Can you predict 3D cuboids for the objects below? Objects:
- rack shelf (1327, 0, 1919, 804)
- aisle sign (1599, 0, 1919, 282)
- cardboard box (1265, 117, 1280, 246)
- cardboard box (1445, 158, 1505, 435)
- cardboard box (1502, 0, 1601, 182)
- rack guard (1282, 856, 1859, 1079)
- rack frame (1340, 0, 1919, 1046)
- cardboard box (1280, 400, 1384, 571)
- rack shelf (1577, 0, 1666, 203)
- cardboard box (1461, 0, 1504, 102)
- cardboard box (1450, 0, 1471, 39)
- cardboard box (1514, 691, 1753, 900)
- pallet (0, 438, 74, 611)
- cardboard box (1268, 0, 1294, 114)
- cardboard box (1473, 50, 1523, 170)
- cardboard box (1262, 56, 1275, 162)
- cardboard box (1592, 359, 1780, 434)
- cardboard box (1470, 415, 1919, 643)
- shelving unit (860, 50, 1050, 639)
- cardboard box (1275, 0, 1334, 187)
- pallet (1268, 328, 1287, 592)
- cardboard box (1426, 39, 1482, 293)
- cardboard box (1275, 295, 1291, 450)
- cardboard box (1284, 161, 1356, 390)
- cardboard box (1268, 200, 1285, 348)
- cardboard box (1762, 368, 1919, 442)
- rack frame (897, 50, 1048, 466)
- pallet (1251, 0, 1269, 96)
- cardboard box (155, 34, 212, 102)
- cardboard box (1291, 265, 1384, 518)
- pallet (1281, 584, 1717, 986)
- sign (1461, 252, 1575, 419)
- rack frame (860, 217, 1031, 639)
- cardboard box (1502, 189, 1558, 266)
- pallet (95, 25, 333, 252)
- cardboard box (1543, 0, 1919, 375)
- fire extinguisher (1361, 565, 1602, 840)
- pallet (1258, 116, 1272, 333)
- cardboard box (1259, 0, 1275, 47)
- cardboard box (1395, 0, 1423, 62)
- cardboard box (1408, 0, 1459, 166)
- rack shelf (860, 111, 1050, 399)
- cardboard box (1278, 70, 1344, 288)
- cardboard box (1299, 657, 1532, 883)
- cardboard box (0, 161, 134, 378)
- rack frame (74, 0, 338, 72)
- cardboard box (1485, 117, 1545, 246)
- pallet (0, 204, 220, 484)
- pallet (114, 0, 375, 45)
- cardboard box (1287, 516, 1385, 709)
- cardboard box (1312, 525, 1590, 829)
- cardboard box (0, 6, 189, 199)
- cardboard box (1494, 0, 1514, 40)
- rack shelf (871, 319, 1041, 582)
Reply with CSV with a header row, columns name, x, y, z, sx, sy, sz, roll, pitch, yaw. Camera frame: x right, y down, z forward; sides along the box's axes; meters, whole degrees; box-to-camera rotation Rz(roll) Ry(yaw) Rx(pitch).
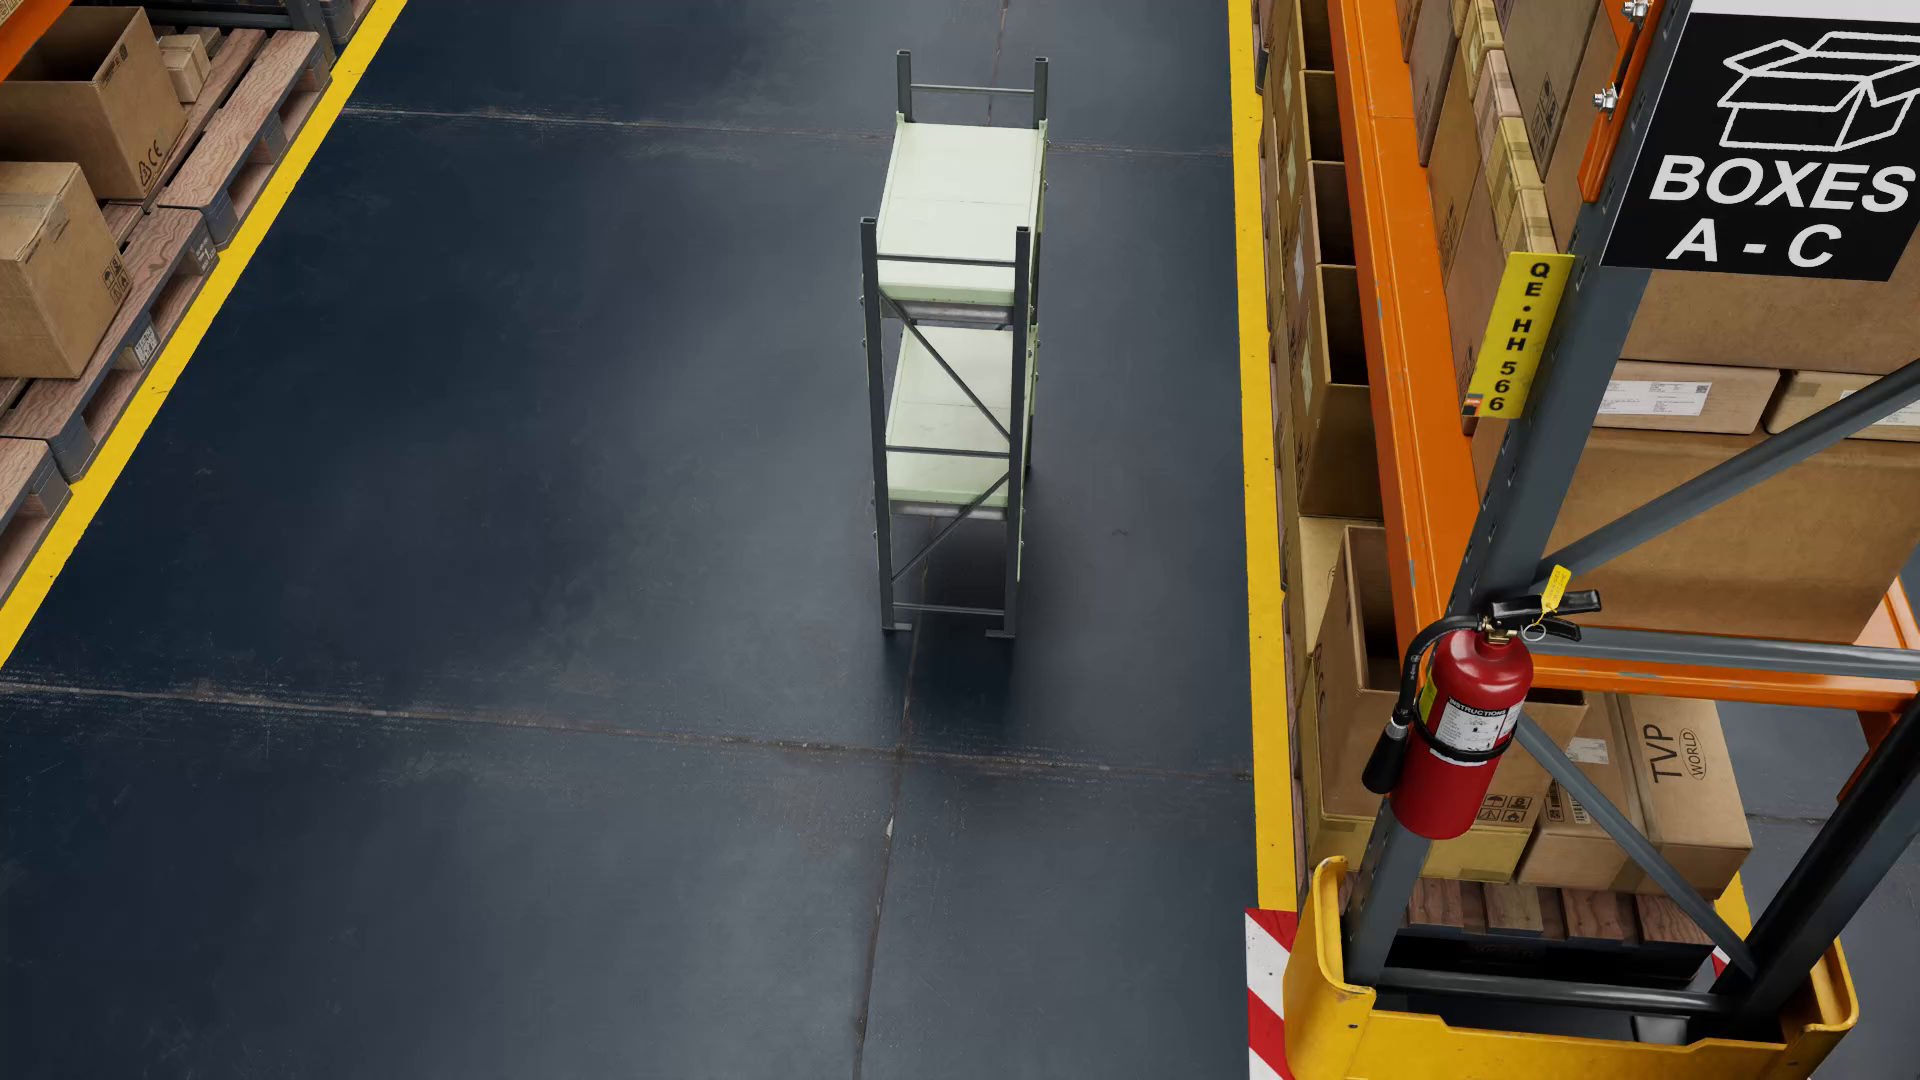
name,x,y,z,sx,sy,sz,roll,pitch,yaw
rack shelf,1.578,-1.018,4.636,1.077,0.370,4.000,4,48,4
aisle sign,1.097,-0.640,2.041,0.394,0.787,0.004,4,48,4
cardboard box,1.365,-1.256,5.945,0.500,0.250,0.500,4,48,4
cardboard box,1.494,-0.553,3.655,0.700,0.500,0.500,5,48,5
cardboard box,1.498,-1.030,3.213,0.700,0.500,0.500,3,48,3
rack guard,1.393,1.070,3.932,1.175,0.500,0.348,4,48,4
rack frame,1.395,0.209,3.026,1.000,3.000,0.127,4,48,4
cardboard box,1.227,-0.154,4.937,0.500,0.250,0.500,4,48,4
rack shelf,1.578,-2.030,3.529,1.077,0.370,4.000,4,48,4
cardboard box,1.335,-1.095,3.712,0.380,0.149,0.250,5,48,5
cardboard box,1.357,-1.289,3.889,0.380,0.149,0.250,5,48,5
cardboard box,1.666,0.616,4.232,0.500,0.250,0.500,4,48,4
pallet,-3.422,0.169,4.952,1.003,0.211,1.213,4,48,4
cardboard box,1.406,-1.877,6.005,0.500,0.500,0.500,4,48,4
cardboard box,1.311,-0.902,3.535,0.380,0.149,0.250,4,48,4
cardboard box,1.416,-1.624,6.281,0.500,0.250,0.500,4,48,4
cardboard box,1.240,-0.337,3.018,0.380,0.149,0.250,3,48,3
cardboard box,1.451,-0.167,3.302,0.700,0.500,0.500,4,48,4
shelving unit,-0.001,-0.501,4.692,0.431,1.500,0.755,4,48,4
cardboard box,1.368,-1.509,5.668,0.500,0.500,0.500,4,48,4
pallet,1.537,-0.309,5.389,1.003,0.211,1.213,4,48,4
cardboard box,1.545,-0.918,3.989,0.700,0.500,0.500,4,48,4
cardboard box,1.275,-0.522,5.273,0.500,0.250,0.500,4,48,4
cardboard box,1.271,-0.775,4.997,0.500,0.500,0.500,4,48,4
cardboard box,1.314,-0.889,5.609,0.500,0.250,0.500,4,48,4
cardboard box,1.646,-0.317,3.000,0.380,0.149,0.250,4,48,3
rack frame,0.033,-0.770,4.938,0.400,1.500,0.023,4,48,4
pallet,1.788,-2.333,7.241,1.003,0.211,1.213,4,48,4
cardboard box,-3.192,-1.858,6.538,0.380,0.166,0.250,-2,48,-2
cardboard box,1.224,-0.408,4.661,0.500,0.500,0.500,4,48,4
pallet,1.423,0.585,4.571,1.003,0.211,1.213,4,48,4
sign,0.856,-0.308,2.554,0.100,0.325,0.005,4,48,4
rack frame,-0.034,-0.232,4.446,0.400,1.500,0.023,4,48,4
cardboard box,1.263,-0.530,3.194,0.380,0.149,0.250,5,48,5
pallet,-3.199,-1.624,6.592,1.003,0.211,1.213,4,48,4
cardboard box,1.455,-0.644,2.859,0.700,0.500,0.500,4,48,4
fire extinguisher,0.922,0.291,3.004,0.296,0.674,0.183,4,48,4
pallet,1.646,-1.208,6.211,1.003,0.211,1.213,4,48,4
cardboard box,1.509,-2.268,6.871,0.500,0.250,0.500,3,48,3
cardboard box,1.635,-1.681,4.687,0.700,0.500,0.500,5,48,4
cardboard box,1.589,-1.305,4.343,0.700,0.500,0.500,5,48,5
rack shelf,-0.001,-0.765,4.404,0.431,0.370,0.720,4,48,4
cardboard box,1.315,-1.142,5.333,0.500,0.500,0.500,4,48,4
cardboard box,1.150,0.581,4.264,0.500,0.250,0.500,4,48,4
cardboard box,-3.217,-0.883,5.421,0.700,0.500,0.500,1,48,1
rack frame,-3.173,-3.061,6.017,1.000,3.000,0.127,4,48,4
cardboard box,1.286,-0.717,3.366,0.380,0.149,0.250,3,48,3
pallet,-3.308,-0.725,5.770,1.003,0.211,1.213,4,48,4
pallet,-3.104,-2.692,7.569,1.003,0.211,1.213,4,48,4
cardboard box,1.184,0.213,4.601,0.500,0.250,0.500,4,48,4
cardboard box,1.148,0.328,3.988,0.500,0.500,0.500,4,48,4
cardboard box,-3.228,-1.600,6.077,0.500,0.500,0.500,1,48,1
cardboard box,1.543,-1.401,3.552,0.700,0.500,0.500,4,48,4
rack shelf,-0.001,-0.281,4.933,0.431,0.370,0.720,4,48,4
